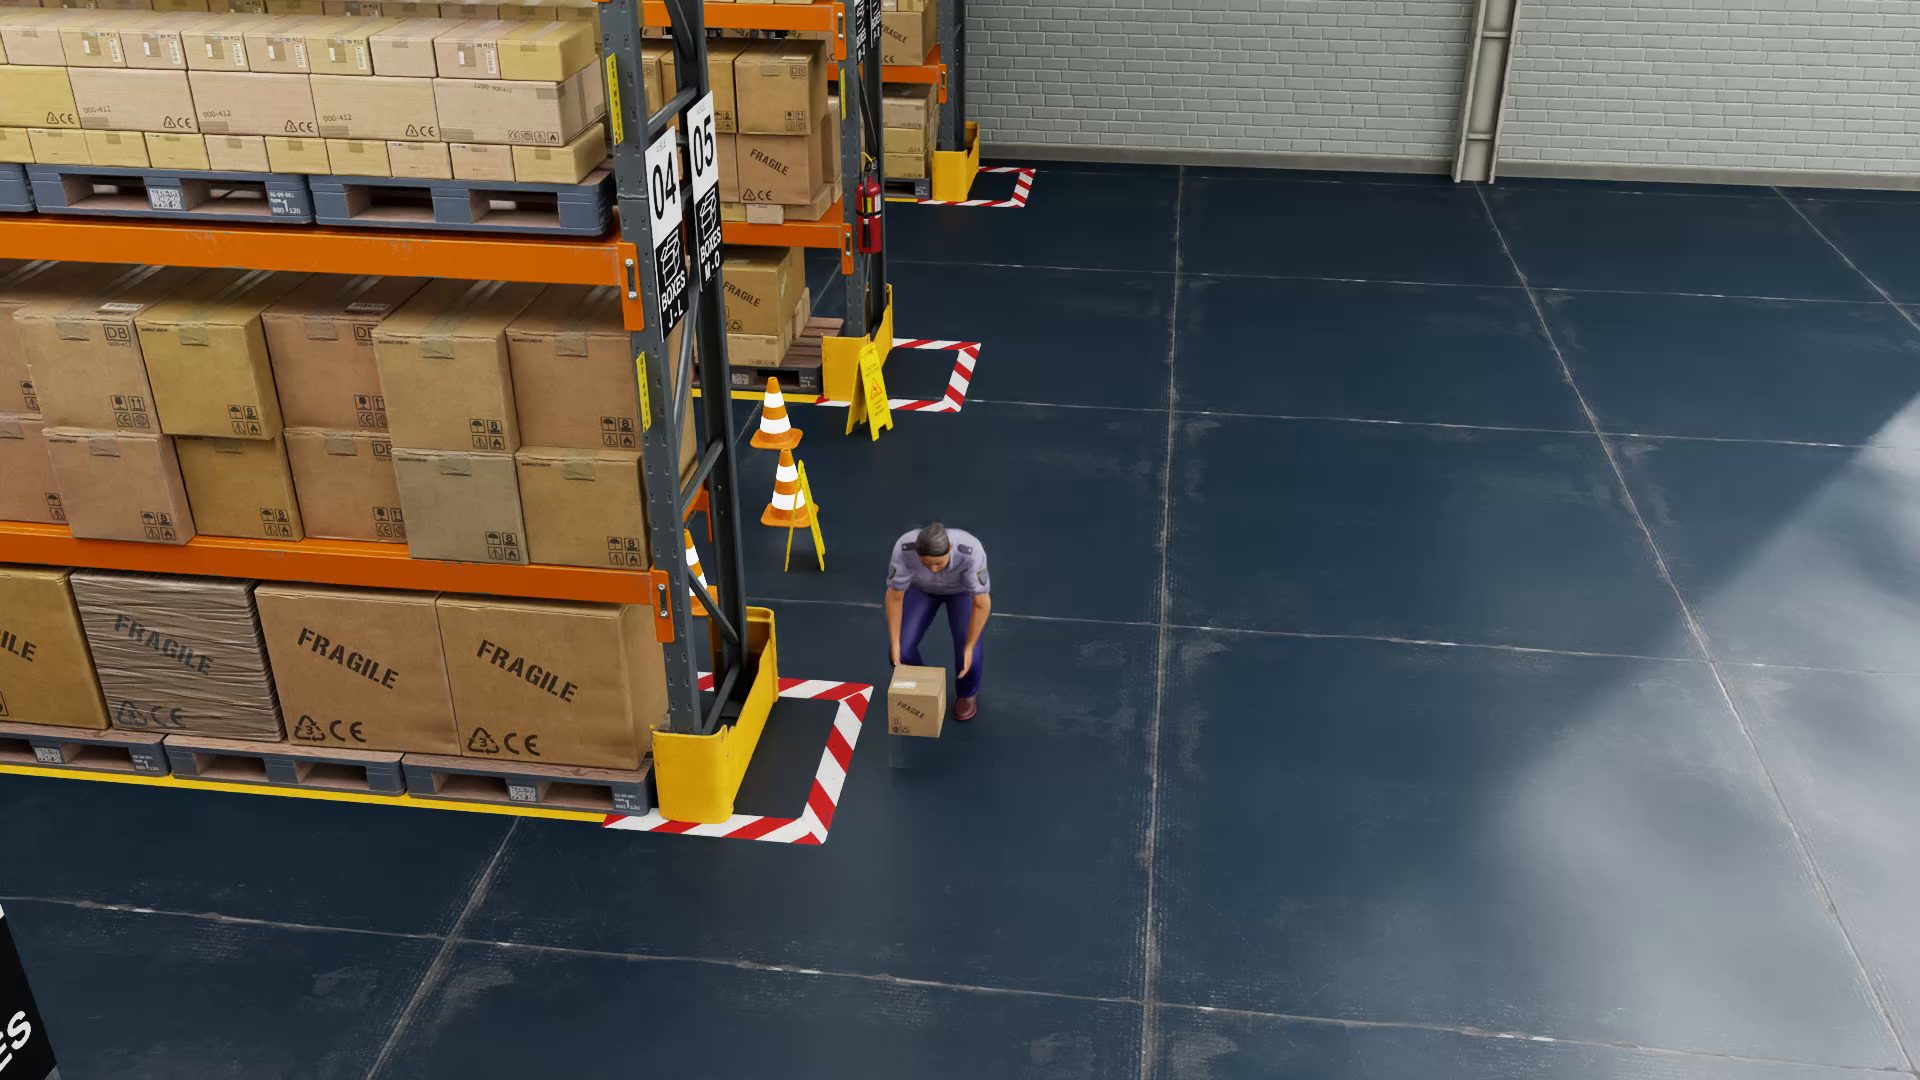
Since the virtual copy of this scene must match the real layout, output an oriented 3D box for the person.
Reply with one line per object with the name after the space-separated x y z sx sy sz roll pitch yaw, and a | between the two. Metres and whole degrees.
-0.085 0.358 8.440 0.540 1.217 0.727 6 29 11 | person
